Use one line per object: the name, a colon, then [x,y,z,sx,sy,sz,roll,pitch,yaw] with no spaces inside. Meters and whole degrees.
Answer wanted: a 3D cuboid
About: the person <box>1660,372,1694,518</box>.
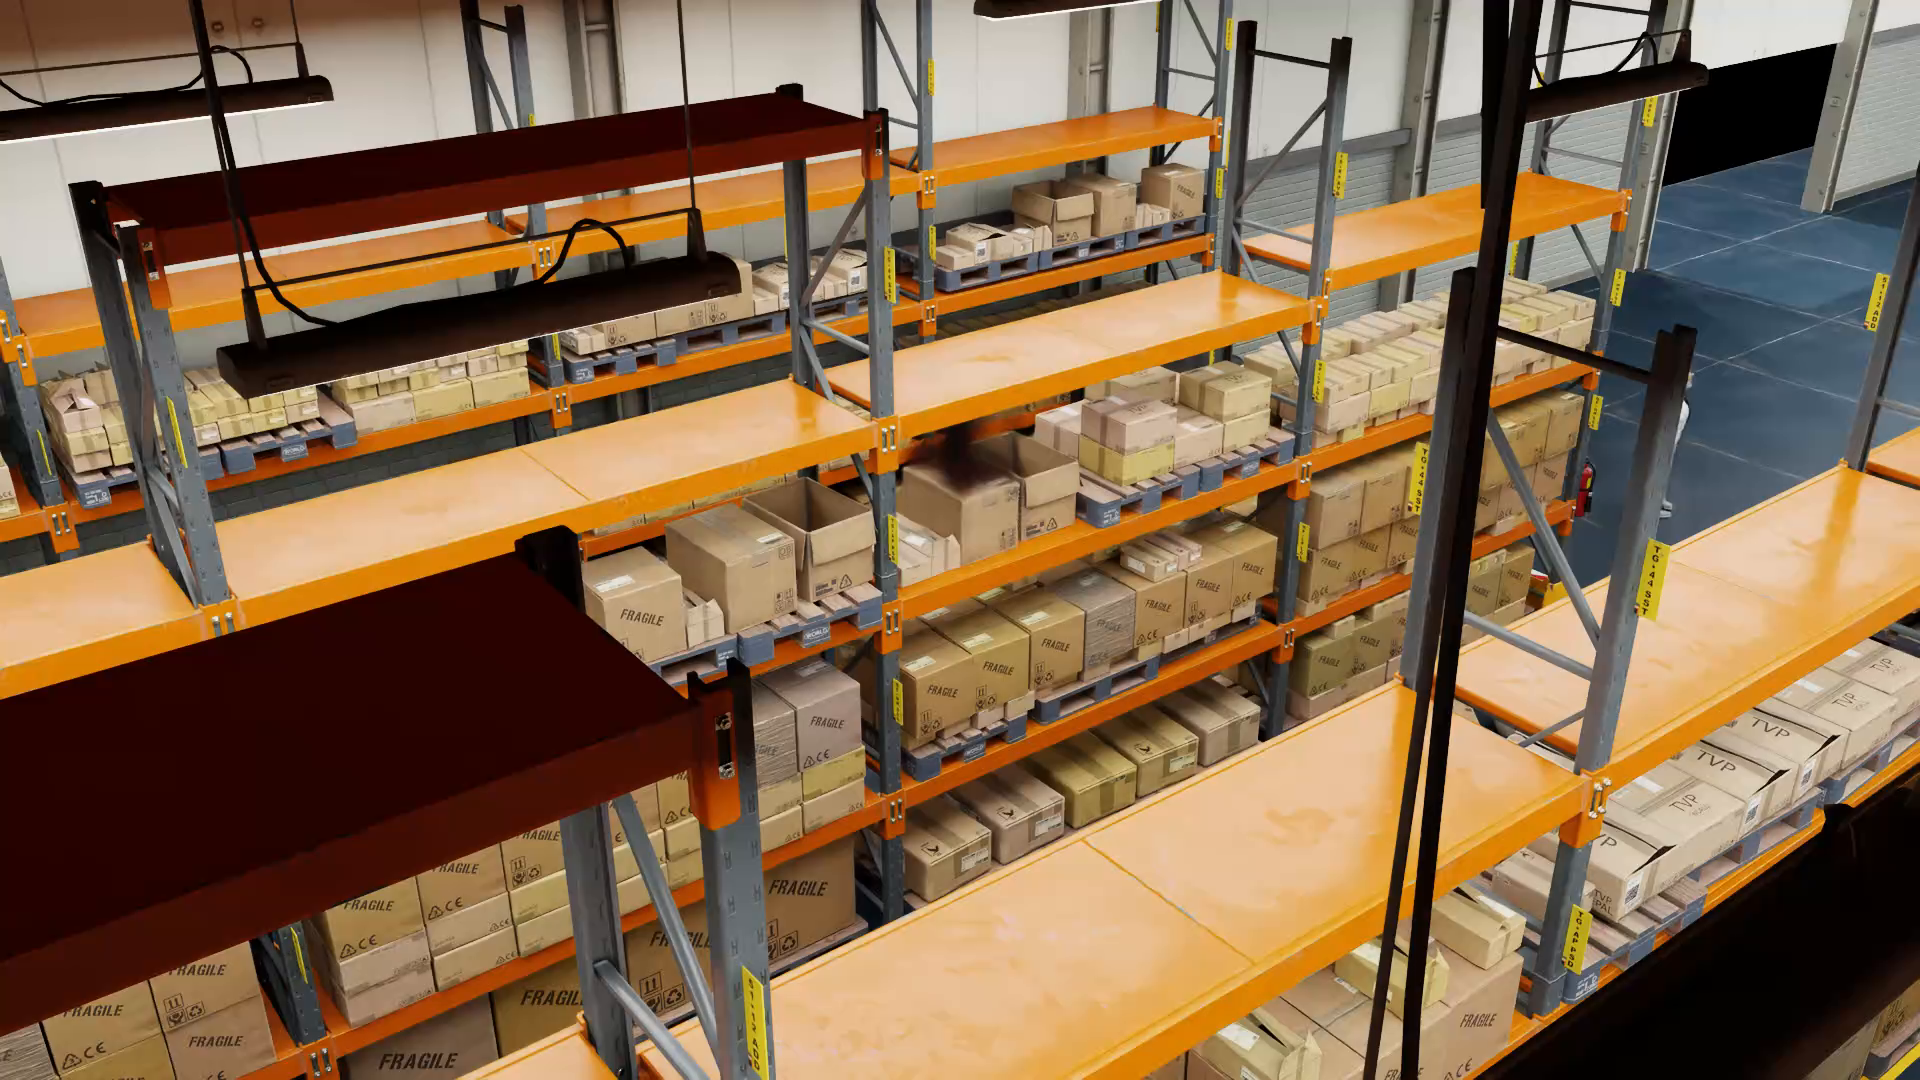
person: [7.837,-1.077,18.412,0.395,1.672,0.499,15,30,28]
